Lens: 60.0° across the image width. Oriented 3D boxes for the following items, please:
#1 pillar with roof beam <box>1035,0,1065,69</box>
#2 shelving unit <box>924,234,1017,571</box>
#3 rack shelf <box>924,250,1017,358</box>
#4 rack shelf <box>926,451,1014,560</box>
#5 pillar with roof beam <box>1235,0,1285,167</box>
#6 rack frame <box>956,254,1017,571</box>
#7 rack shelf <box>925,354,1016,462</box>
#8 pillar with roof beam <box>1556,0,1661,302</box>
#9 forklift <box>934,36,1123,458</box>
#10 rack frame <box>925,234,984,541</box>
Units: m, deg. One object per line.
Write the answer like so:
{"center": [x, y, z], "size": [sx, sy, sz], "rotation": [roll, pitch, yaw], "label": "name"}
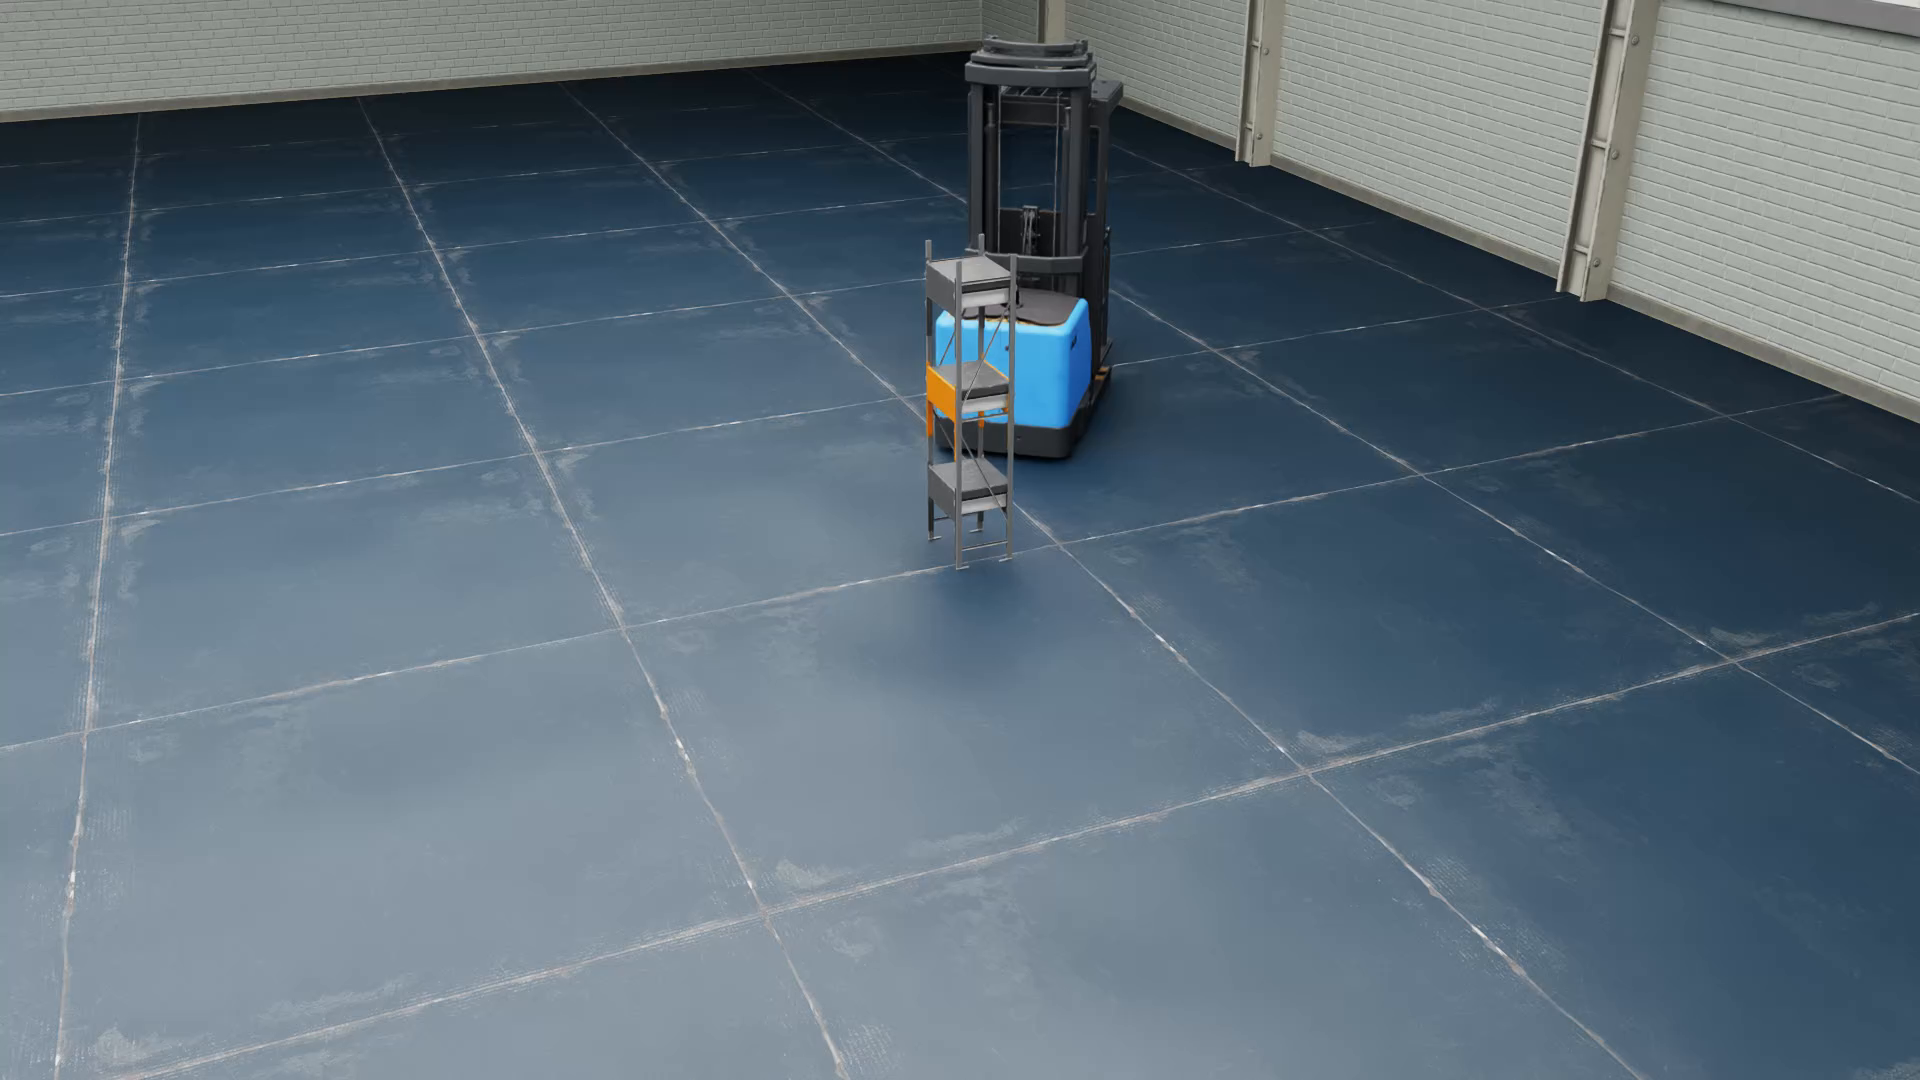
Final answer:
{"center": [-2.551, -10.563, 22.774], "size": [9.100, 9.000, 0.400], "rotation": [-11, 28, -21], "label": "pillar with roof beam"}
{"center": [0.065, -0.877, 10.799], "size": [0.431, 2.100, 0.503], "rotation": [-11, 28, -21], "label": "shelving unit"}
{"center": [0.065, -1.493, 10.497], "size": [0.431, 0.518, 0.480], "rotation": [-11, 28, -21], "label": "rack shelf"}
{"center": [0.065, -0.235, 11.112], "size": [0.431, 0.518, 0.480], "rotation": [-11, 28, -21], "label": "rack shelf"}
{"center": [-0.202, -8.141, 17.813], "size": [9.100, 9.000, 0.400], "rotation": [-11, 28, -21], "label": "pillar with roof beam"}
{"center": [0.160, -0.778, 10.597], "size": [0.400, 2.100, 0.015], "rotation": [-11, 28, -21], "label": "rack frame"}
{"center": [0.065, -0.864, 10.805], "size": [0.431, 0.518, 0.480], "rotation": [-11, 28, -21], "label": "rack shelf"}
{"center": [2.148, -5.719, 12.852], "size": [9.100, 9.000, 0.400], "rotation": [-11, 28, -21], "label": "pillar with roof beam"}
{"center": [0.659, -2.559, 13.296], "size": [1.130, 2.935, 3.031], "rotation": [6, 27, 13], "label": "forklift"}
{"center": [-0.031, -0.975, 11.000], "size": [0.400, 2.100, 0.015], "rotation": [-11, 28, -21], "label": "rack frame"}
